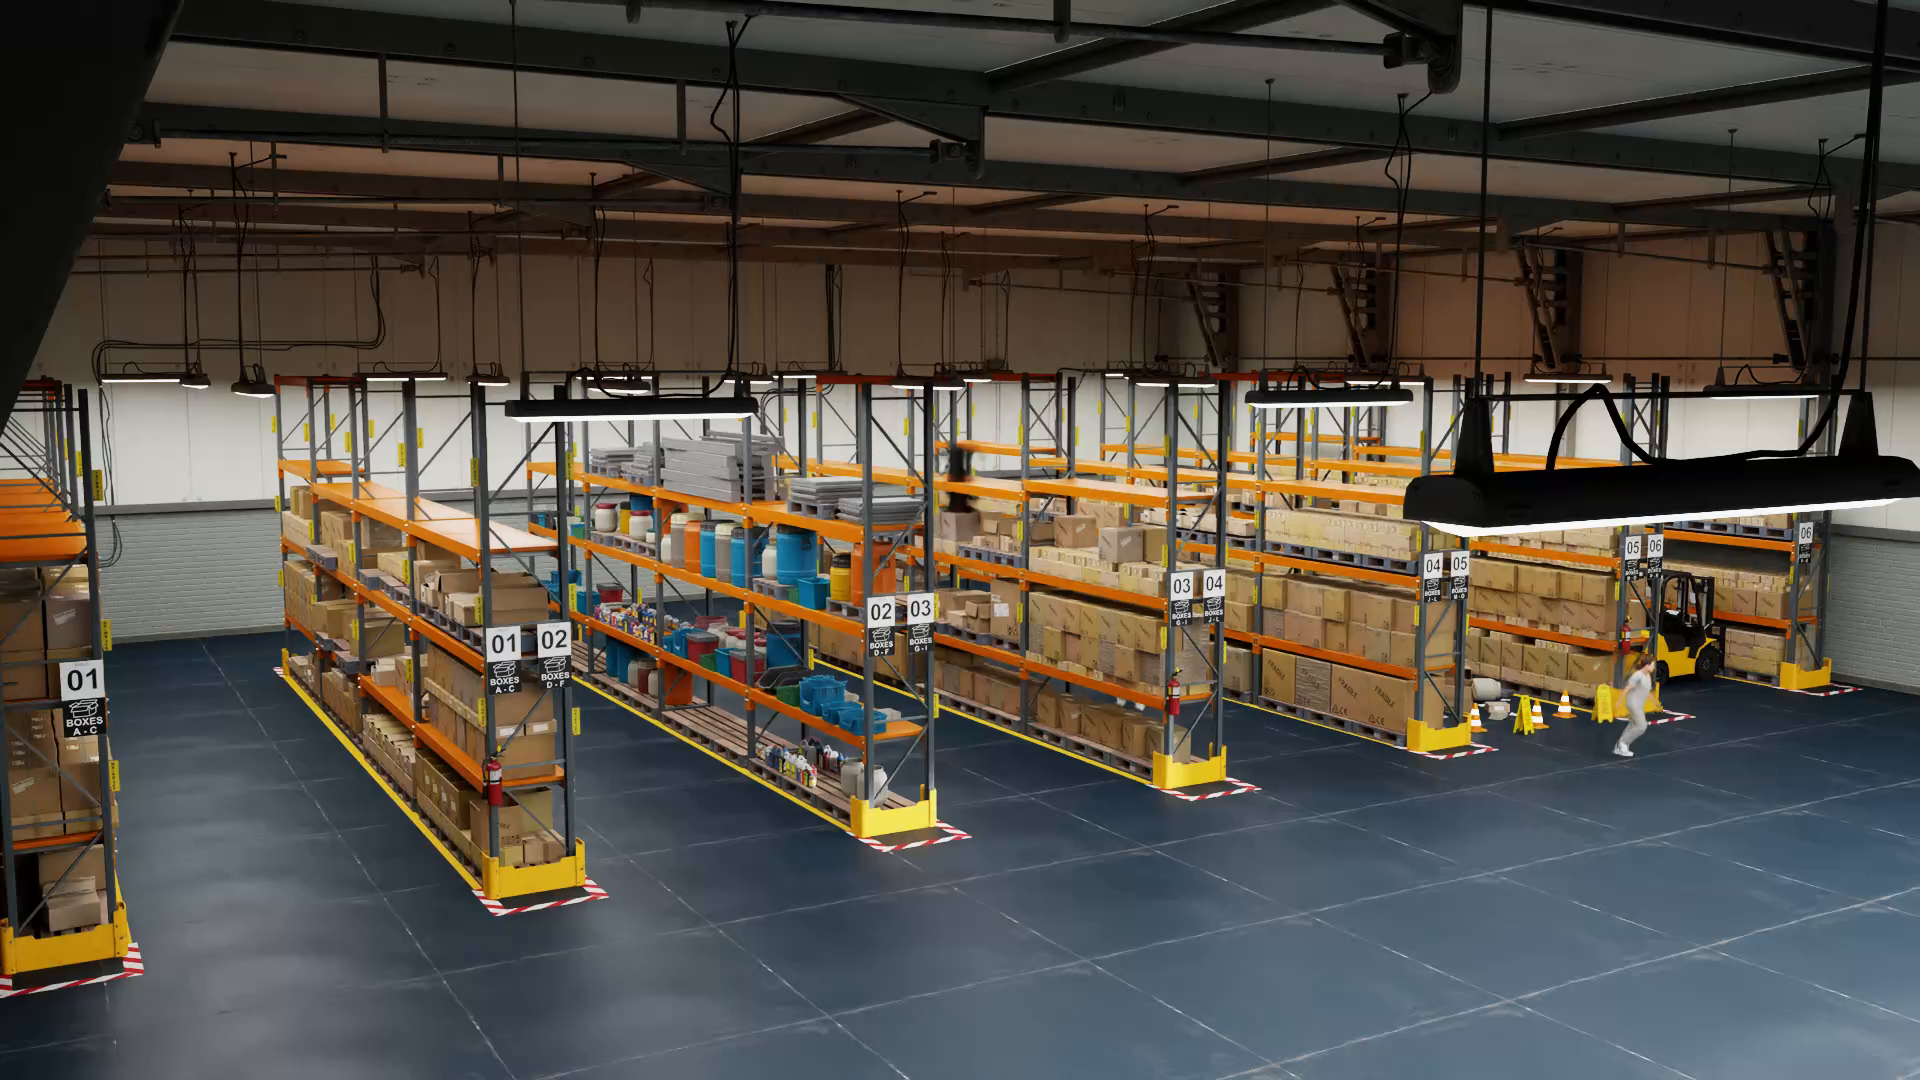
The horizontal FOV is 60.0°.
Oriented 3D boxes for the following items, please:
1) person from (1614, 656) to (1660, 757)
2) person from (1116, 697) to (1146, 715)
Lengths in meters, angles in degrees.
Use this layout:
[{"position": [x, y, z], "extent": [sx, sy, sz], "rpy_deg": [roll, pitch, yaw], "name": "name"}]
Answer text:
[{"position": [10.760, 2.637, 26.431], "extent": [0.609, 1.632, 0.562], "rpy_deg": [5, 8, 41], "name": "person"}, {"position": [3.110, 2.343, 28.918], "extent": [0.839, 1.740, 0.683], "rpy_deg": [0, 6, 3], "name": "person"}]
